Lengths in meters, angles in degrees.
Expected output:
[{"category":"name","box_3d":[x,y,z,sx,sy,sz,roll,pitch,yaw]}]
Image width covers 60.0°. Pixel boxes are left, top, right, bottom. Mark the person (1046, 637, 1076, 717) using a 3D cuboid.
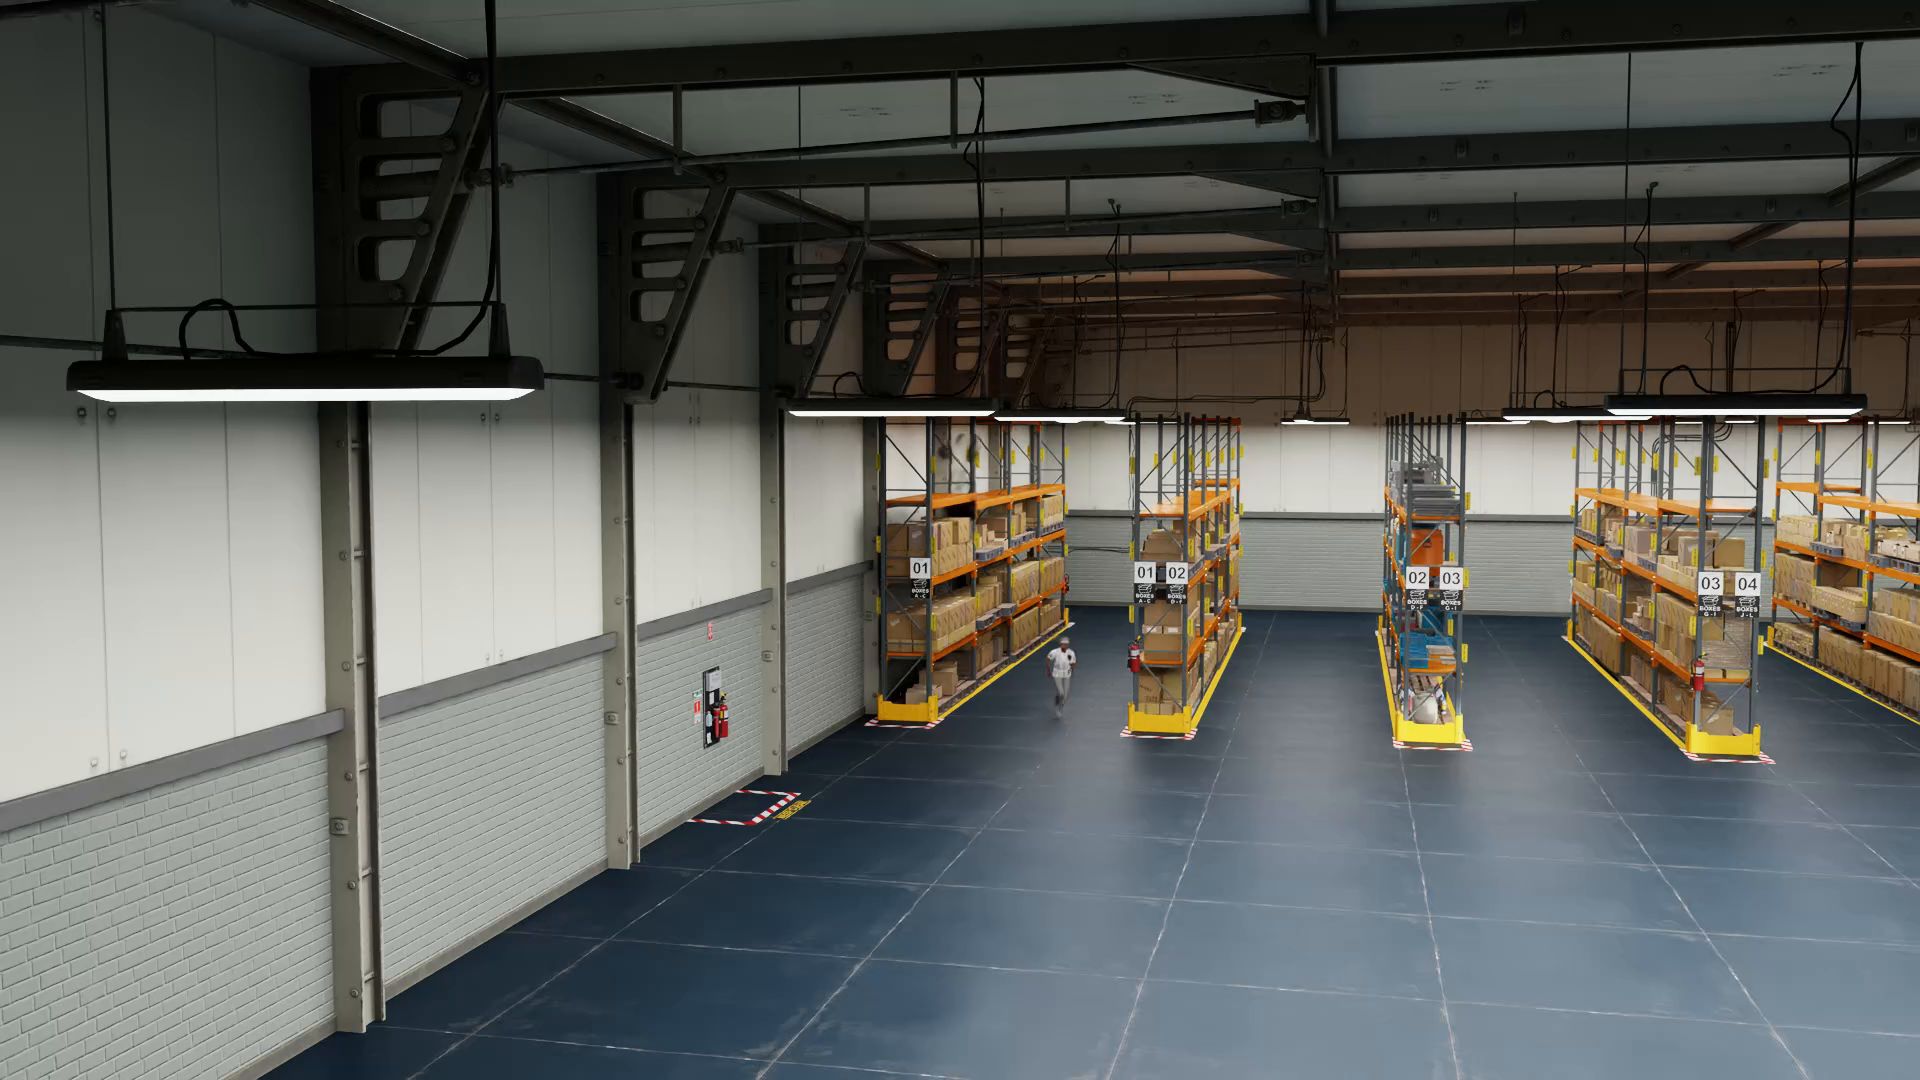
[{"category":"person","box_3d":[2.003,2.686,32.622,0.532,1.613,0.706,-1,4,-16]}]
